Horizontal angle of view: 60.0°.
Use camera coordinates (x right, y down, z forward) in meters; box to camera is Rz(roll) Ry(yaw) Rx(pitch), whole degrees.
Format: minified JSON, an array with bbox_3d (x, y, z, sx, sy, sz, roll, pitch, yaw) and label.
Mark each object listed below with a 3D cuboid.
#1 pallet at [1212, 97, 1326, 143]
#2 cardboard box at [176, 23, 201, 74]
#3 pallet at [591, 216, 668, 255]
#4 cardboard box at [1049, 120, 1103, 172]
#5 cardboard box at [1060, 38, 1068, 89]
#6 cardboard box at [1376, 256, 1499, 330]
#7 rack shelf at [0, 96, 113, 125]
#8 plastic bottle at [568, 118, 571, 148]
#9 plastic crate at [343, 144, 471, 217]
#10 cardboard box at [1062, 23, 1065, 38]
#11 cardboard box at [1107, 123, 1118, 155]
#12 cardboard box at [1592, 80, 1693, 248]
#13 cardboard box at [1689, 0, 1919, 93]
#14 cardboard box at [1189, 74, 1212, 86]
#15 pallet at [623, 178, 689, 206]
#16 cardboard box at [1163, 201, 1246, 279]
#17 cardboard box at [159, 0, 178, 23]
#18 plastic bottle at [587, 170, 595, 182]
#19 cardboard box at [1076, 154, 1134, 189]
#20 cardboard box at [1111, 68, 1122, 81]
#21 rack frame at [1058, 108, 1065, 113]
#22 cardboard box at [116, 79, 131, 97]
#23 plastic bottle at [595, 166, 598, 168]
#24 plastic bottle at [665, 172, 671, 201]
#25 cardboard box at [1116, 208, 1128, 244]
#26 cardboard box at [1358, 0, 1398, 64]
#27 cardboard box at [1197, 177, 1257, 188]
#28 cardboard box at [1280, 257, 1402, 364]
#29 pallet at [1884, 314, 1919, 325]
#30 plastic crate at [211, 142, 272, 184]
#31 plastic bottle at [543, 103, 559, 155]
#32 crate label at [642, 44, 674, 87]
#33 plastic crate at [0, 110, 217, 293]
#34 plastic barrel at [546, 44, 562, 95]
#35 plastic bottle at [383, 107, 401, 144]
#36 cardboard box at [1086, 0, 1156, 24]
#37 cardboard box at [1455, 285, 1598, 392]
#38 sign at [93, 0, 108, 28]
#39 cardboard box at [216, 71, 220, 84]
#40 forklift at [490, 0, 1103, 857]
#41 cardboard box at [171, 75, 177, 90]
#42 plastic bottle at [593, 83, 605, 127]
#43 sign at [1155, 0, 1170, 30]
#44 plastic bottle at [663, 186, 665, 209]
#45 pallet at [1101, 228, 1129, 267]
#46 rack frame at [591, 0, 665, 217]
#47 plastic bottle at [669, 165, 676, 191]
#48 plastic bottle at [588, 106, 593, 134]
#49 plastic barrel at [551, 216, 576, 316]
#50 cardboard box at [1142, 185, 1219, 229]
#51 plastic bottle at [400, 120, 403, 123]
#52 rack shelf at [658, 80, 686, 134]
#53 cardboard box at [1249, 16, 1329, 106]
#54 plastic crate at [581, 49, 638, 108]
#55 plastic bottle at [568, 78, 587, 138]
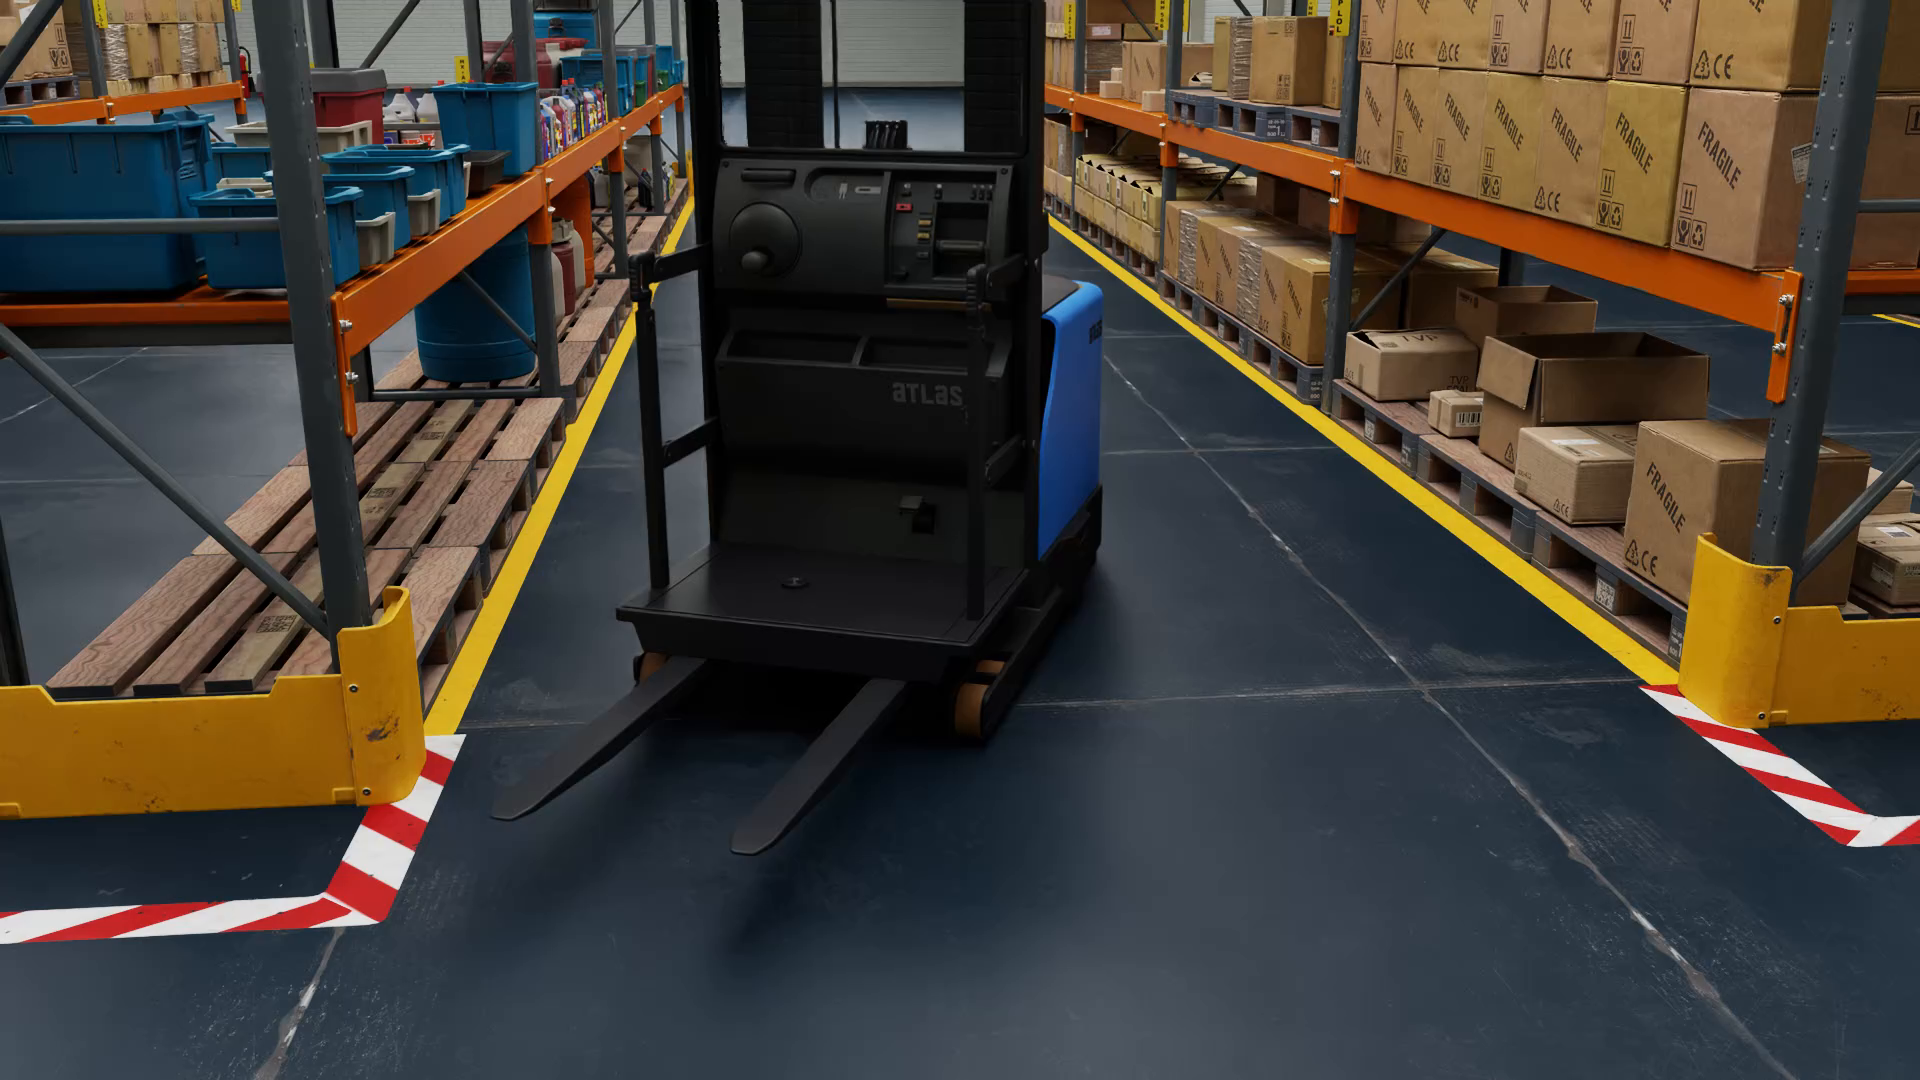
[{"bbox_3d":[2.213,-2.631,10.371,1.003,0.211,1.213,-2,18,-6],"label":"pallet"},{"bbox_3d":[-8.462,-5.110,17.283,0.875,0.500,0.500,-2,18,-6],"label":"cardboard box"},{"bbox_3d":[-3.212,-2.779,15.176,1.003,0.211,1.213,-2,18,-6],"label":"pallet"},{"bbox_3d":[1.235,-4.170,17.589,0.500,0.500,0.500,-2,18,-6],"label":"cardboard box"},{"bbox_3d":[1.435,-4.980,17.366,0.700,0.500,0.500,-2,17,-5],"label":"cardboard box"},{"bbox_3d":[2.613,-1.279,9.183,0.500,0.500,0.500,-3,18,-8],"label":"cardboard box"},{"bbox_3d":[-8.052,-3.250,13.222,1.077,0.370,4.000,-2,18,-6],"label":"rack shelf"},{"bbox_3d":[-2.256,-2.325,9.406,0.097,0.201,0.097,0,17,0],"label":"plastic bottle"},{"bbox_3d":[-1.959,-1.281,5.929,0.416,0.233,0.300,-2,18,-6],"label":"plastic crate"},{"bbox_3d":[1.251,-5.229,17.074,0.380,0.149,0.250,-2,18,-6],"label":"cardboard box"},{"bbox_3d":[1.800,-4.037,17.165,0.500,0.500,0.500,-2,18,-6],"label":"cardboard box"},{"bbox_3d":[2.459,-1.246,5.471,0.500,0.500,0.500,-2,18,-5],"label":"cardboard box"},{"bbox_3d":[2.514,-1.568,4.826,0.500,0.500,0.500,-2,18,-6],"label":"cardboard box"},{"bbox_3d":[2.014,-3.369,12.551,0.500,0.311,0.500,-1,17,-2],"label":"cardboard box"},{"bbox_3d":[-3.611,-3.940,18.875,1.003,0.211,1.213,-2,18,-6],"label":"pallet"},{"bbox_3d":[1.771,-2.175,12.036,0.500,0.500,0.500,-1,17,-3],"label":"cardboard box"},{"bbox_3d":[-8.218,-5.444,16.678,0.500,0.500,0.500,-2,18,-6],"label":"cardboard box"},{"bbox_3d":[-3.705,-3.528,16.596,0.144,0.351,0.185,-3,18,-8],"label":"plastic bottle"},{"bbox_3d":[1.391,-3.519,15.832,0.500,0.311,0.500,-2,18,-5],"label":"cardboard box"},{"bbox_3d":[1.690,-4.277,15.543,0.500,0.250,0.500,-1,17,-2],"label":"cardboard box"},{"bbox_3d":[1.183,-5.686,19.780,1.000,3.000,0.127,-2,18,-6],"label":"rack frame"},{"bbox_3d":[-7.994,-4.217,15.522,0.380,0.149,0.250,-2,18,-6],"label":"cardboard box"},{"bbox_3d":[-3.862,-3.830,17.669,0.061,0.283,0.133,-1,17,-5],"label":"plastic bottle"},{"bbox_3d":[-2.997,-3.616,16.988,0.061,0.283,0.133,-1,17,-3],"label":"plastic bottle"},{"bbox_3d":[1.606,-2.643,13.978,0.500,0.250,0.500,-1,17,-4],"label":"cardboard box"},{"bbox_3d":[2.190,-2.486,7.752,0.500,0.500,0.500,-1,17,-4],"label":"cardboard box"},{"bbox_3d":[2.184,-2.780,13.476,0.500,0.311,0.500,-2,18,-7],"label":"cardboard box"},{"bbox_3d":[2.085,-1.266,9.140,0.500,0.500,0.500,-2,18,-6],"label":"cardboard box"},{"bbox_3d":[7.064,-1.526,11.186,1.003,0.211,1.213,-2,18,-6],"label":"pallet"},{"bbox_3d":[-2.561,-1.320,6.052,0.416,0.233,0.300,-2,18,-6],"label":"plastic crate"},{"bbox_3d":[-2.198,-2.191,8.864,0.097,0.271,0.097,0,17,0],"label":"plastic bottle"},{"bbox_3d":[-3.285,-5.011,17.571,0.502,0.435,0.616,-2,18,-6],"label":"crate label"},{"bbox_3d":[-2.314,-0.906,4.397,0.616,0.435,0.499,-2,18,-6],"label":"plastic crate"},{"bbox_3d":[-3.238,-3.504,12.642,0.421,0.512,0.421,0,17,0],"label":"plastic barrel"},{"bbox_3d":[-2.869,-2.007,8.269,0.152,0.276,0.135,-2,18,-6],"label":"plastic bottle"},{"bbox_3d":[1.544,-5.293,16.195,0.700,0.500,0.500,-2,18,-5],"label":"cardboard box"},{"bbox_3d":[2.762,-0.967,8.188,0.500,0.500,0.500,-2,18,-6],"label":"cardboard box"},{"bbox_3d":[-7.707,-4.760,14.897,0.100,0.325,0.005,-2,18,-6],"label":"sign"},{"bbox_3d":[-8.411,-5.108,18.359,0.380,0.149,0.250,-2,18,-6],"label":"cardboard box"},{"bbox_3d":[-0.358,-0.949,4.806,1.130,2.935,3.031,5,18,15],"label":"forklift"},{"bbox_3d":[-8.220,-4.662,16.939,0.380,0.149,0.250,-2,18,-6],"label":"cardboard box"},{"bbox_3d":[-2.429,-2.919,11.160,0.061,0.283,0.133,-2,18,-6],"label":"plastic bottle"},{"bbox_3d":[1.456,-3.837,11.957,0.100,0.325,0.005,-2,18,-6],"label":"sign"},{"bbox_3d":[-2.928,-3.359,16.188,0.097,0.271,0.097,0,17,0],"label":"plastic bottle"},{"bbox_3d":[1.839,-2.581,14.546,1.003,0.211,1.213,-2,18,-6],"label":"pallet"},{"bbox_3d":[-3.332,-4.342,15.500,1.000,3.000,0.127,-2,18,-6],"label":"rack frame"},{"bbox_3d":[-3.089,-3.880,17.828,0.061,0.283,0.133,-1,17,-4],"label":"plastic bottle"},{"bbox_3d":[-2.375,-2.671,10.507,0.097,0.201,0.097,0,17,0],"label":"plastic bottle"},{"bbox_3d":[-2.735,-1.718,10.468,0.600,0.588,0.708,-2,18,-6],"label":"plastic barrel"},{"bbox_3d":[1.709,-2.607,12.926,0.500,0.311,0.500,-1,17,-4],"label":"cardboard box"},{"bbox_3d":[-2.861,-2.047,8.520,0.097,0.201,0.097,0,17,0],"label":"plastic bottle"},{"bbox_3d":[-3.538,-4.595,17.506,1.077,0.370,4.000,-2,18,-6],"label":"rack shelf"},{"bbox_3d":[2.177,-2.883,9.984,0.700,0.500,0.500,-6,19,-20],"label":"cardboard box"},{"bbox_3d":[-2.781,-3.672,13.258,0.402,0.464,0.583,-2,18,-6],"label":"plastic crate"},{"bbox_3d":[-2.360,-2.630,10.130,0.144,0.351,0.185,-2,18,-6],"label":"plastic bottle"}]
